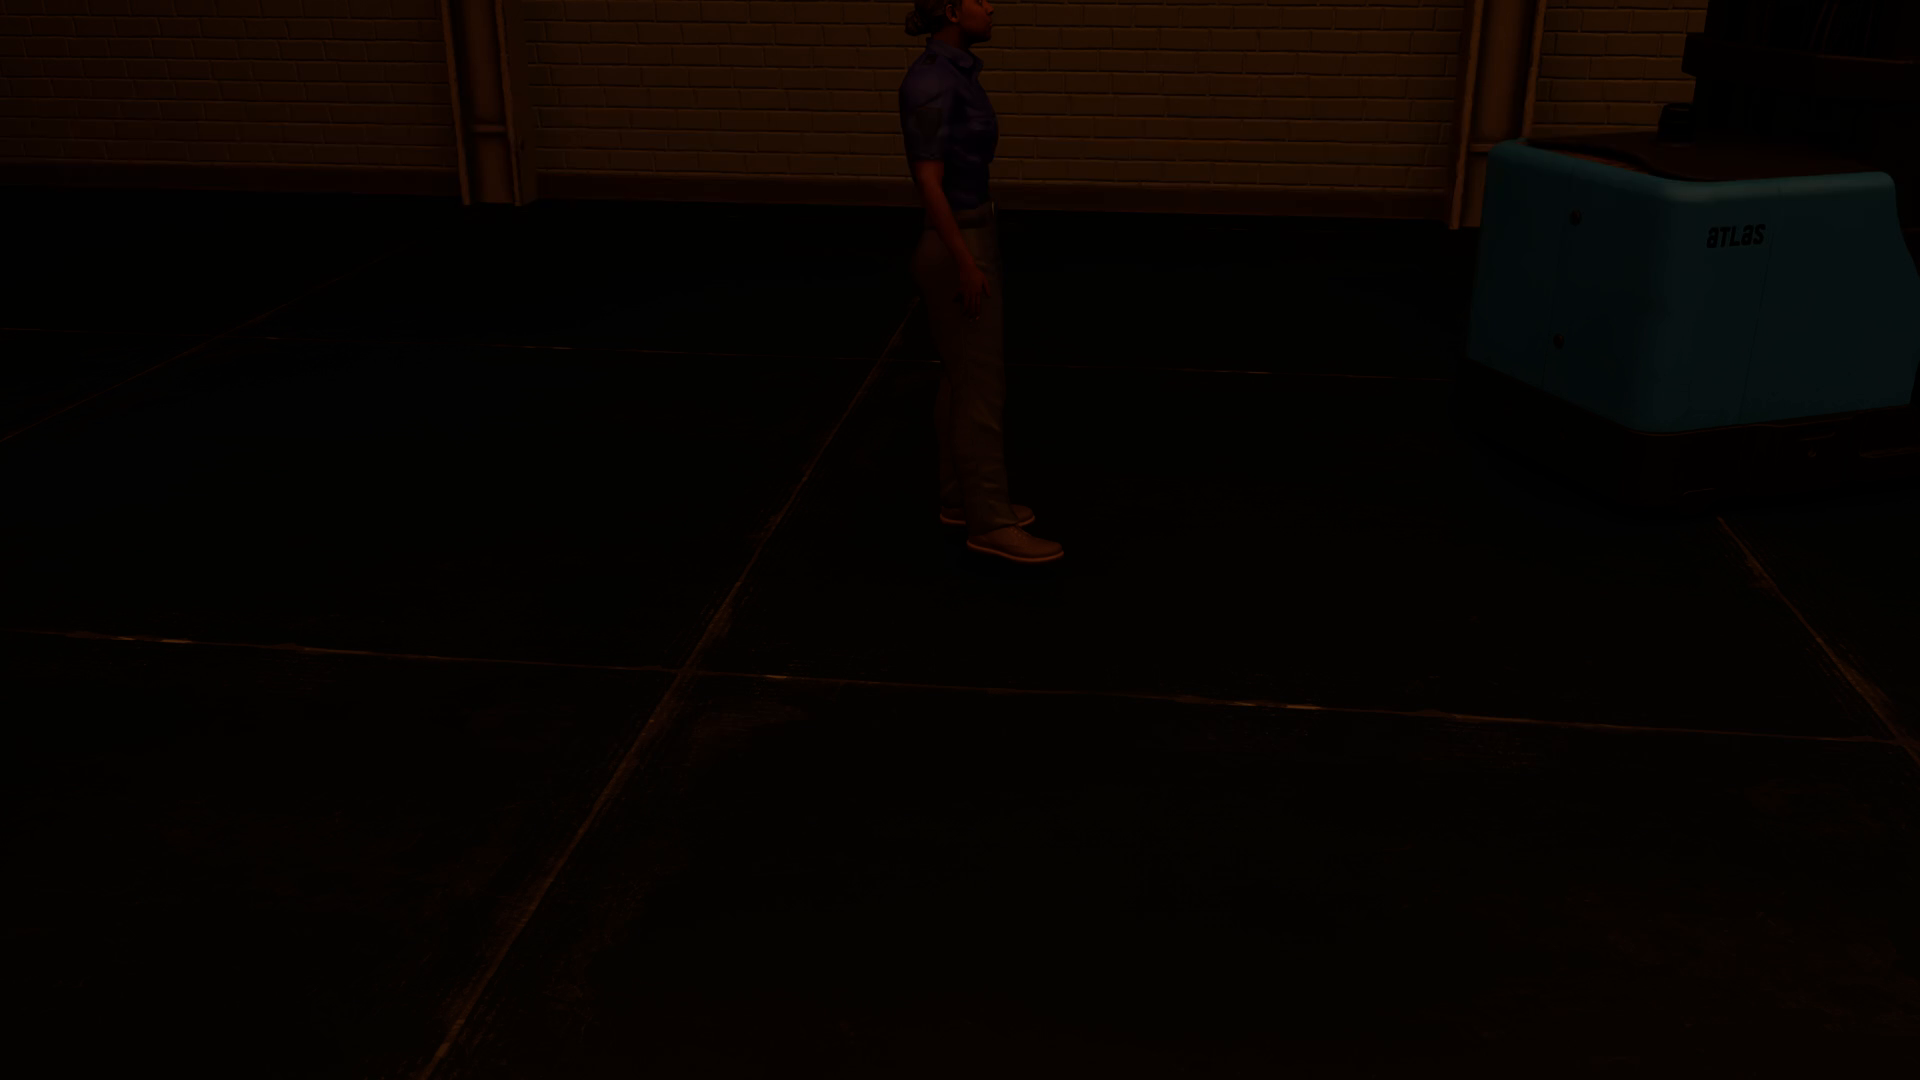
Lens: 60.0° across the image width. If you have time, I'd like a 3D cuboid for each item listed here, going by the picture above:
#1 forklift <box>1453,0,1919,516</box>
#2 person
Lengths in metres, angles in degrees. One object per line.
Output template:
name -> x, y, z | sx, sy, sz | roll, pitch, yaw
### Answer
forklift -> 3.379, -1.750, 5.600 | 3.031, 2.935, 1.130 | -7, 23, -17
person -> 0.085, -0.800, 4.823 | 0.503, 1.655, 0.570 | 3, 22, 7
